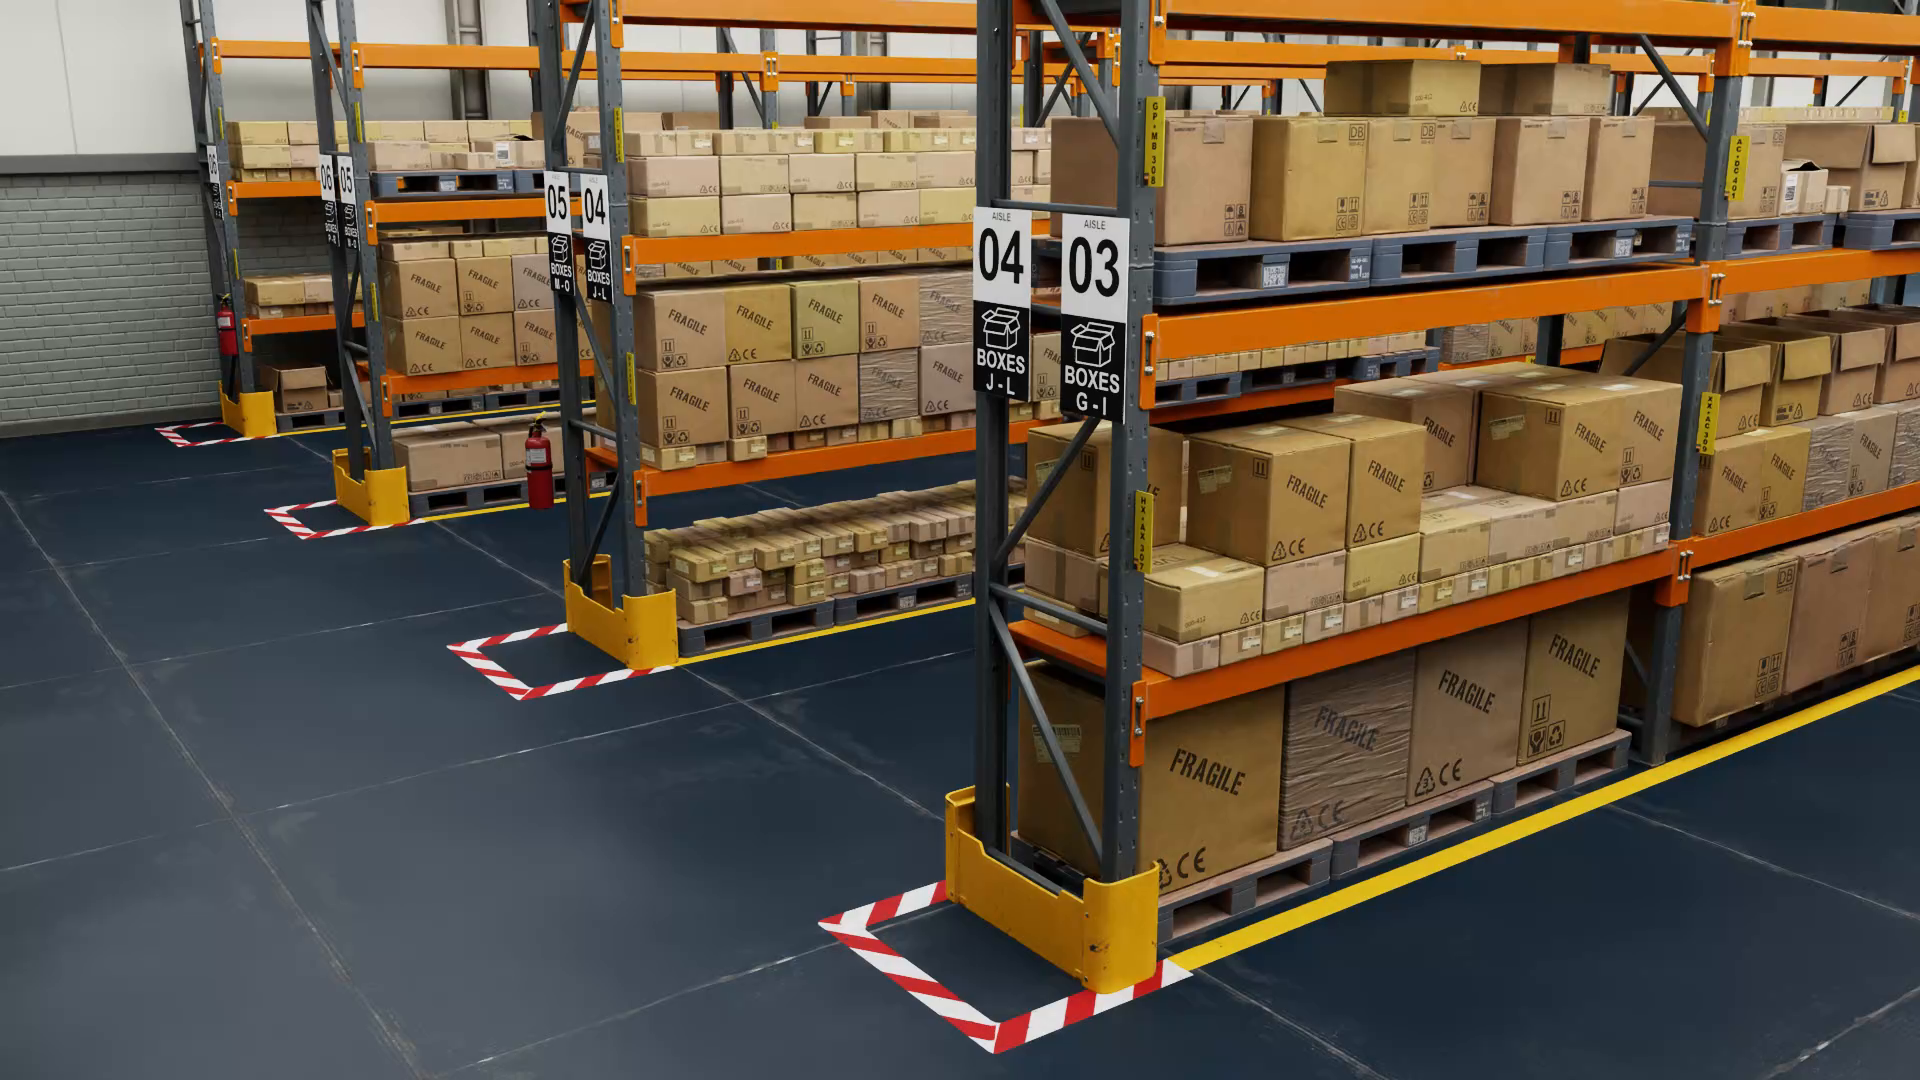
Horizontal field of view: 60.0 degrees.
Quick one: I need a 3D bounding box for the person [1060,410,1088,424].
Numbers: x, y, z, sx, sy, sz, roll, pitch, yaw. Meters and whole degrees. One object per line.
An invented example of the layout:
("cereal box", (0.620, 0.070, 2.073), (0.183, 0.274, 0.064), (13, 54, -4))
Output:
("person", (0.876, -0.182, 11.624), (0.508, 1.658, 0.492), (-8, 17, -28))
